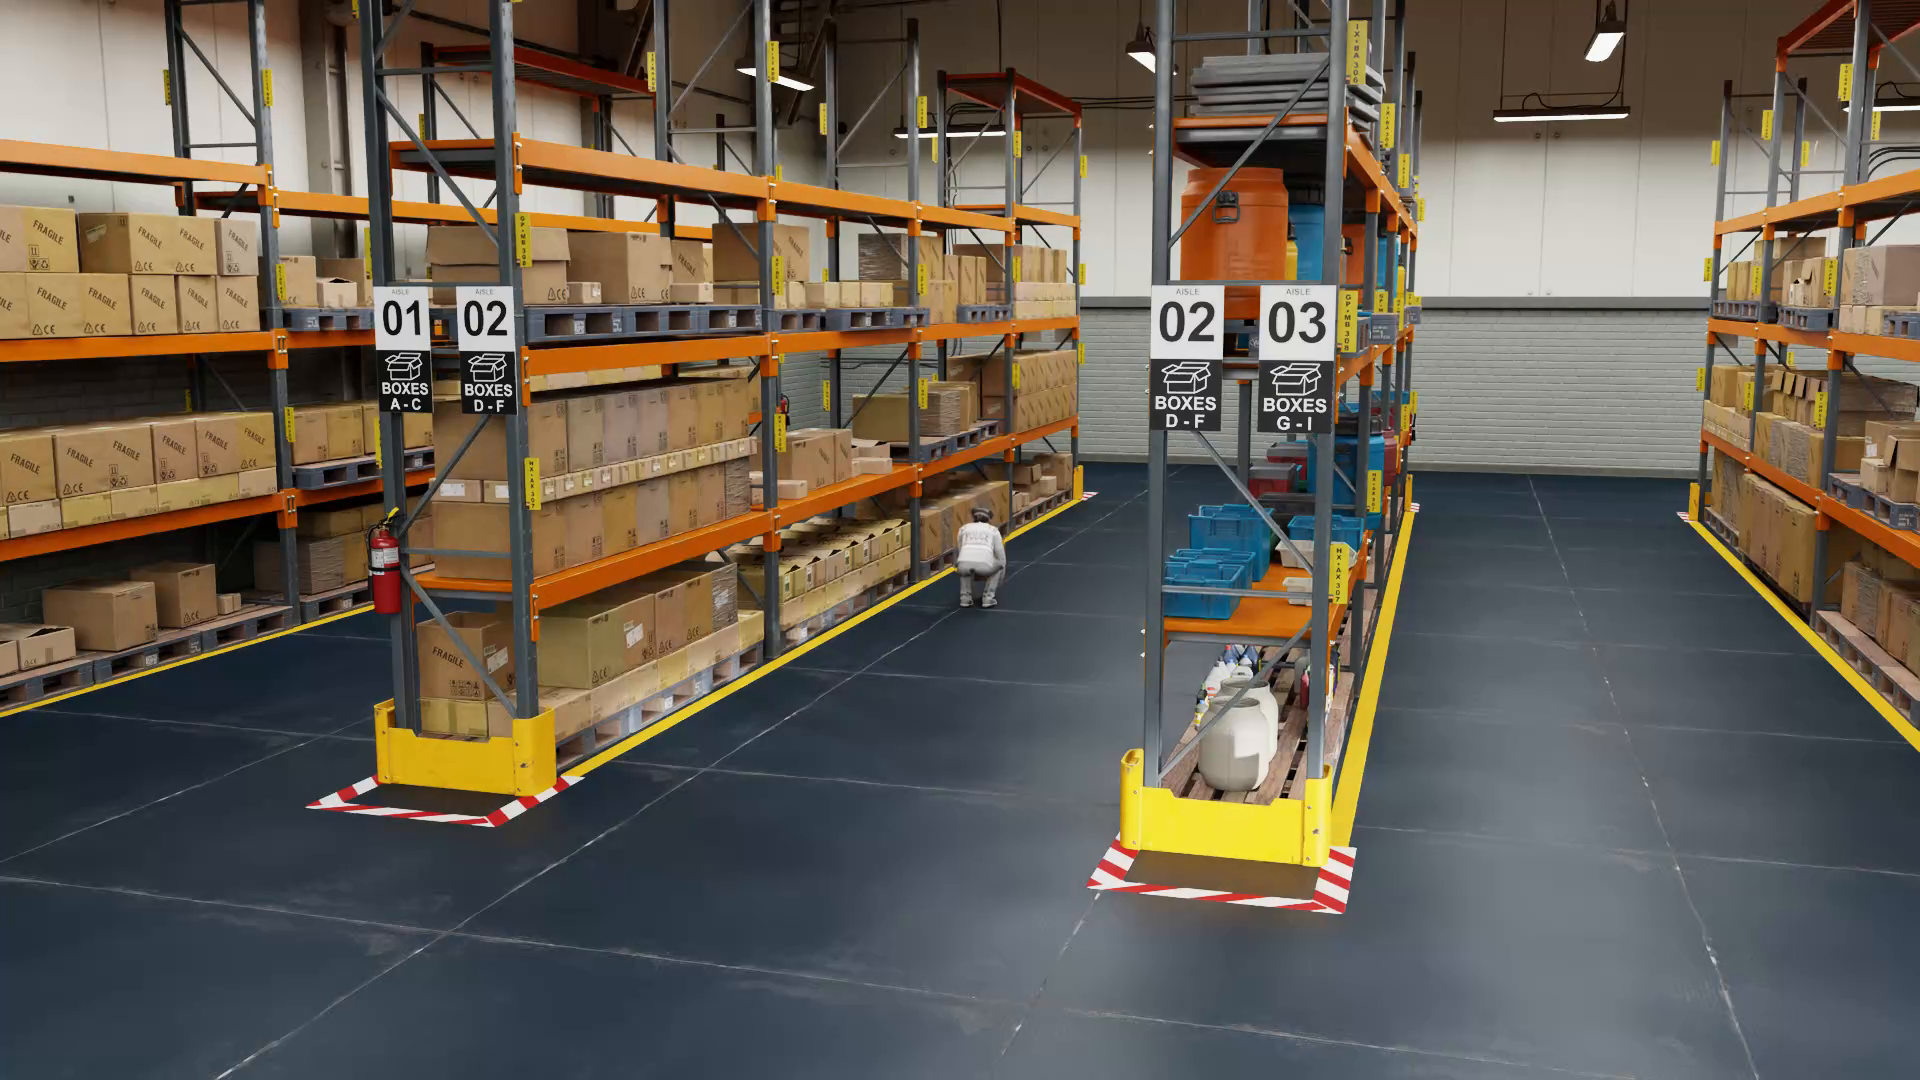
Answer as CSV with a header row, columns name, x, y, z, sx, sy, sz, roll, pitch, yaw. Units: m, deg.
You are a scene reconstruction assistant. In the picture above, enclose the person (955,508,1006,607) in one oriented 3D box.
name,x,y,z,sx,sy,sz,roll,pitch,yaw
person,0.189,0.180,16.998,0.491,0.975,0.817,2,9,15
